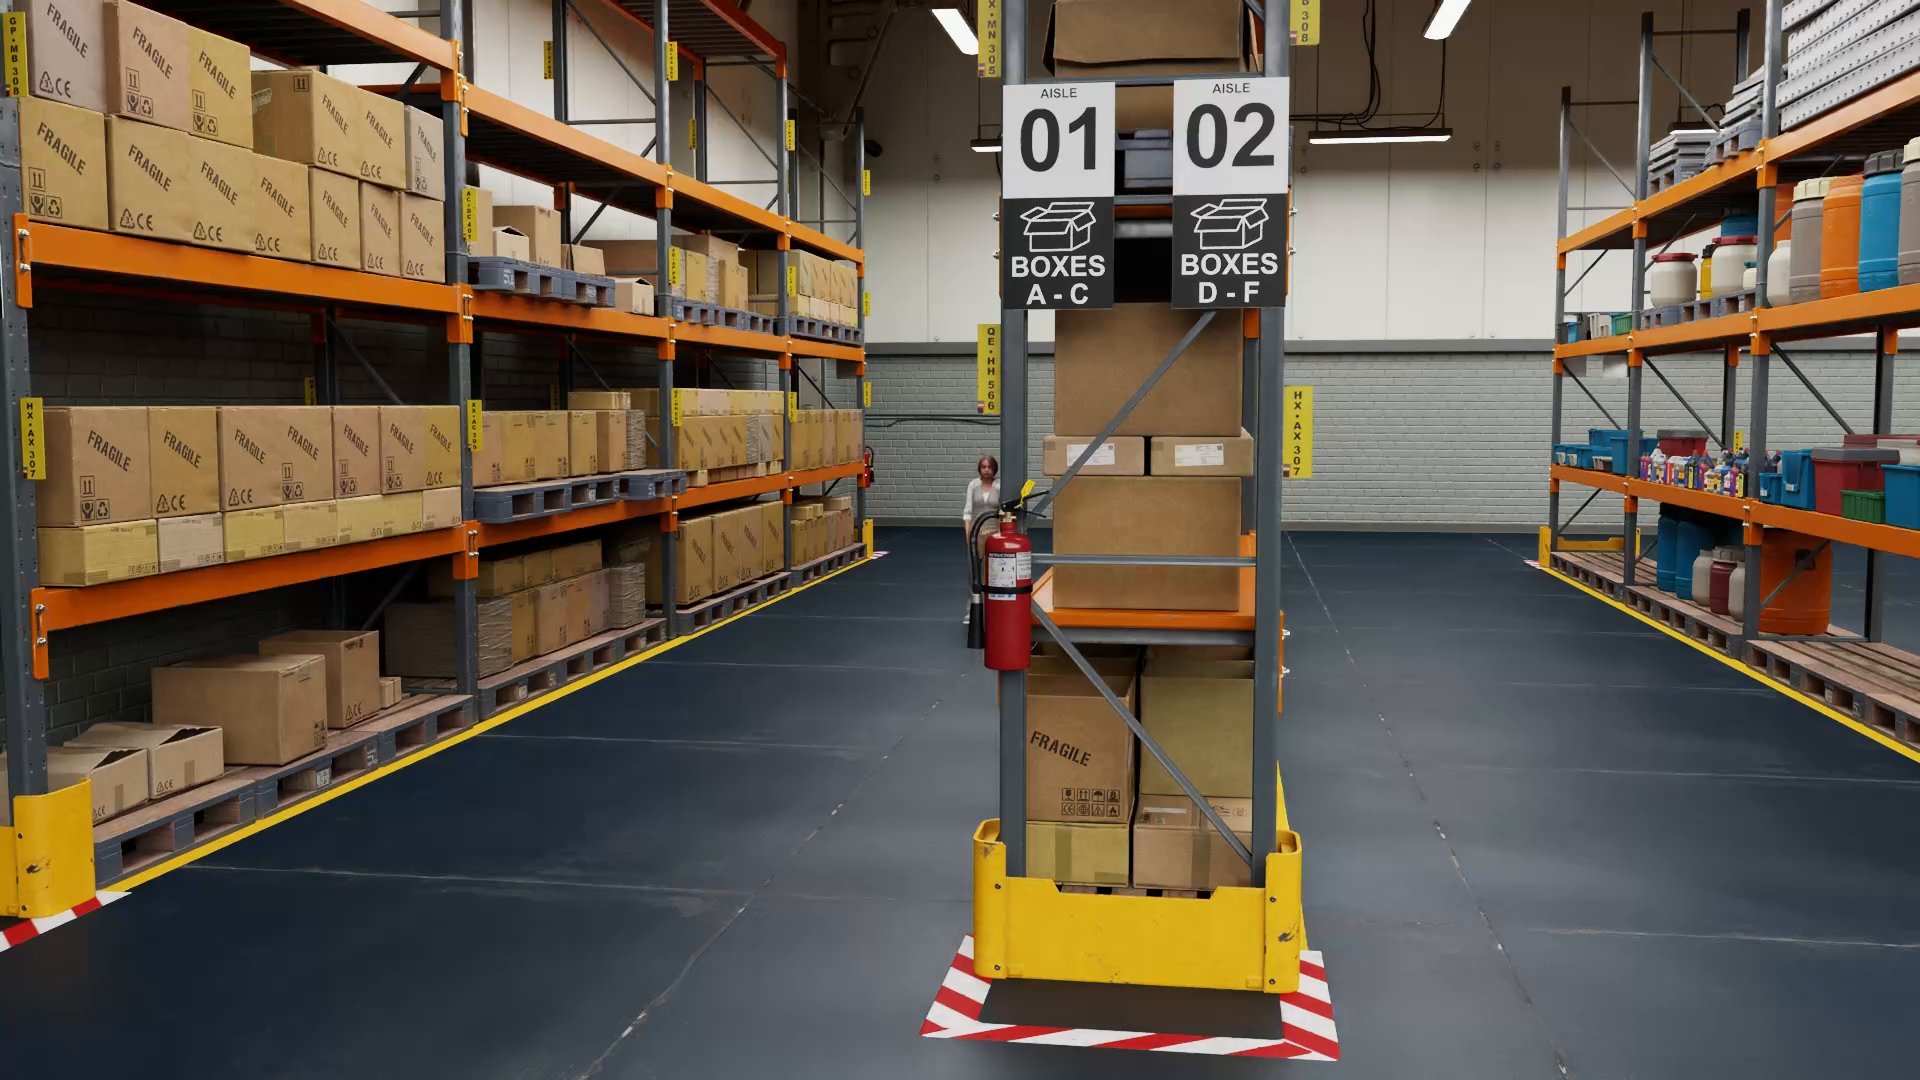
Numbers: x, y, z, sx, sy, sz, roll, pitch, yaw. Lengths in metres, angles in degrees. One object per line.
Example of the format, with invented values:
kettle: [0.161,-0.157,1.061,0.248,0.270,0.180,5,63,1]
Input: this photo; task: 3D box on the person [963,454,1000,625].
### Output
person: [0.246,0.003,15.612,0.444,1.589,0.397,1,5,8]
